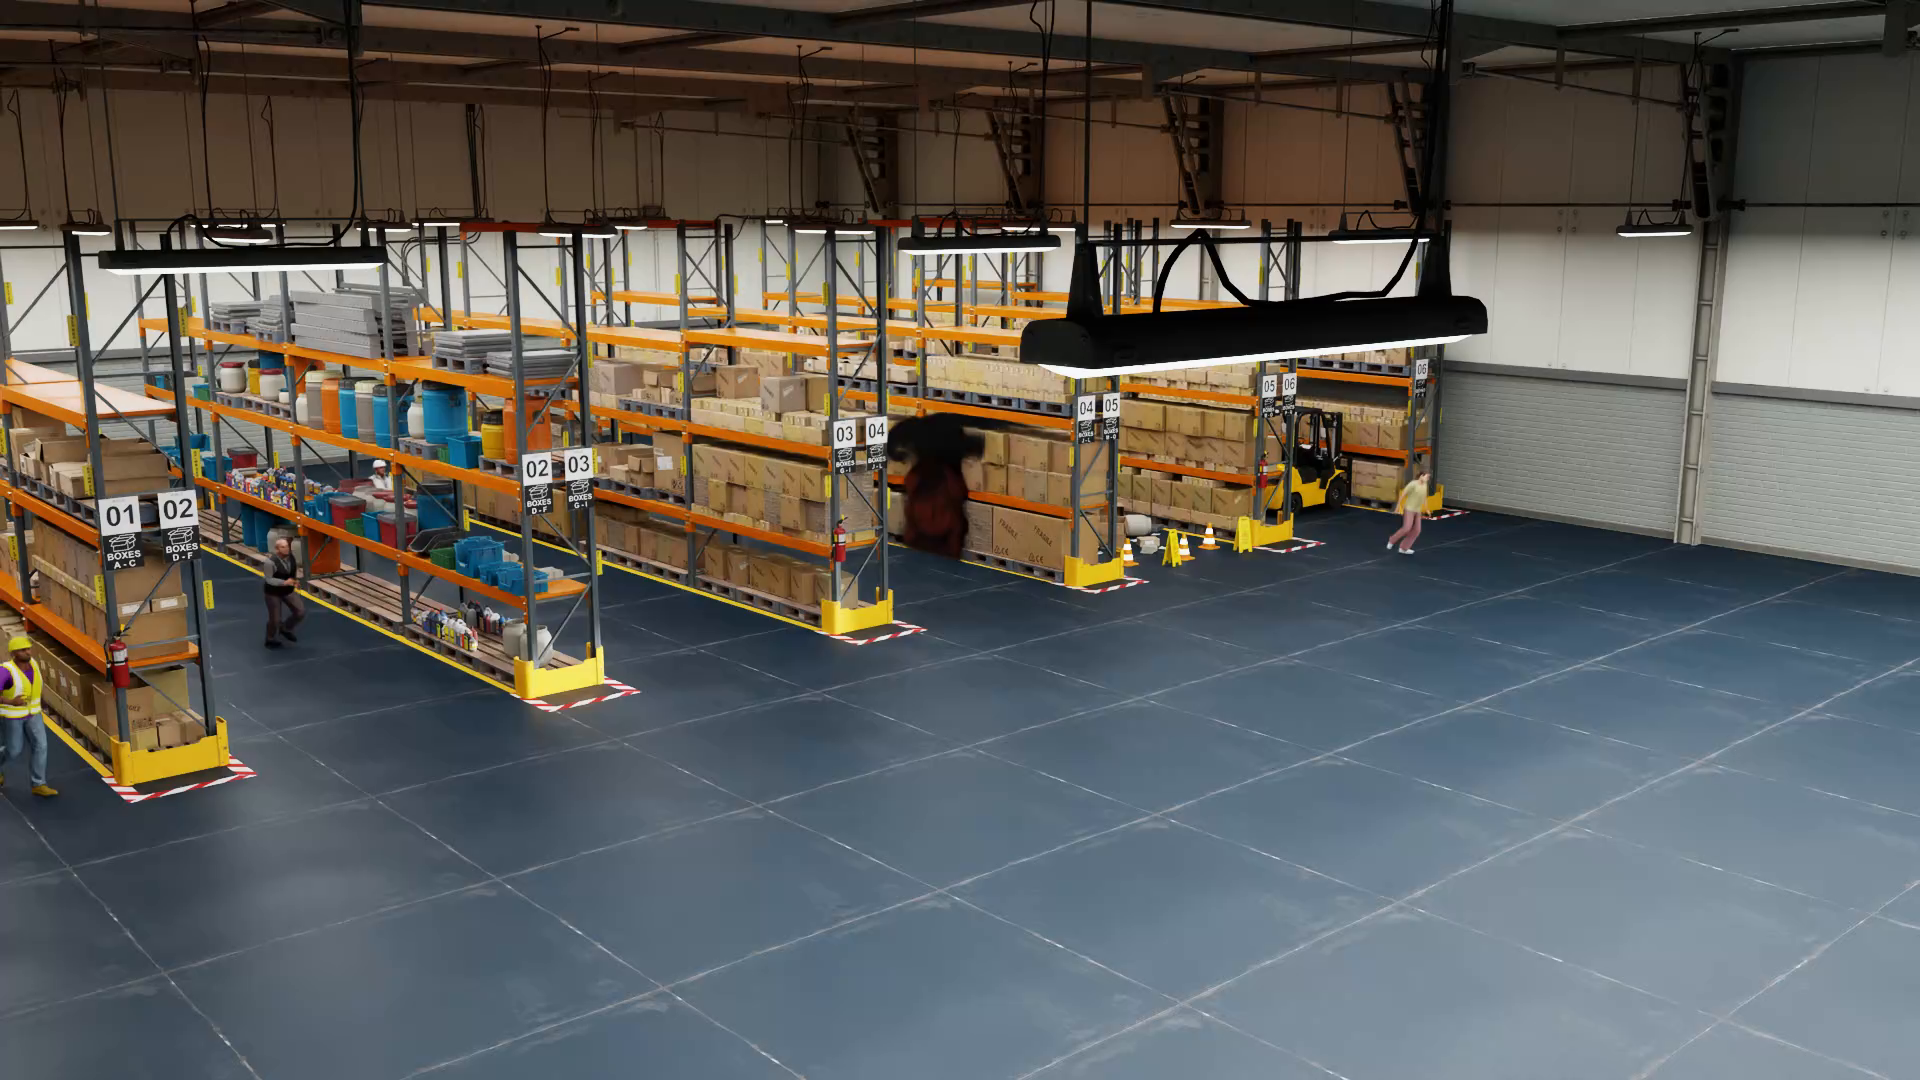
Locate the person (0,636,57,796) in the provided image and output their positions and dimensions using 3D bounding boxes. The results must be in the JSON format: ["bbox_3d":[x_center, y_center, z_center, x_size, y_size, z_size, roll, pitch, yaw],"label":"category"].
[{"bbox_3d":[-10.232,1.891,18.056,0.933,1.742,0.707,5,13,25],"label":"person"}]

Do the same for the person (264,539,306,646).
[{"bbox_3d":[-9.760,0.762,23.984,0.883,1.619,0.666,7,13,31],"label":"person"}]

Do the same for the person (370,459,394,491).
[{"bbox_3d":[-10.508,-0.584,30.316,0.604,1.805,0.815,-10,15,-41],"label":"person"}]

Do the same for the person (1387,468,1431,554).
[{"bbox_3d":[8.235,-0.535,30.464,0.721,1.585,0.614,-8,14,-34],"label":"person"}]
